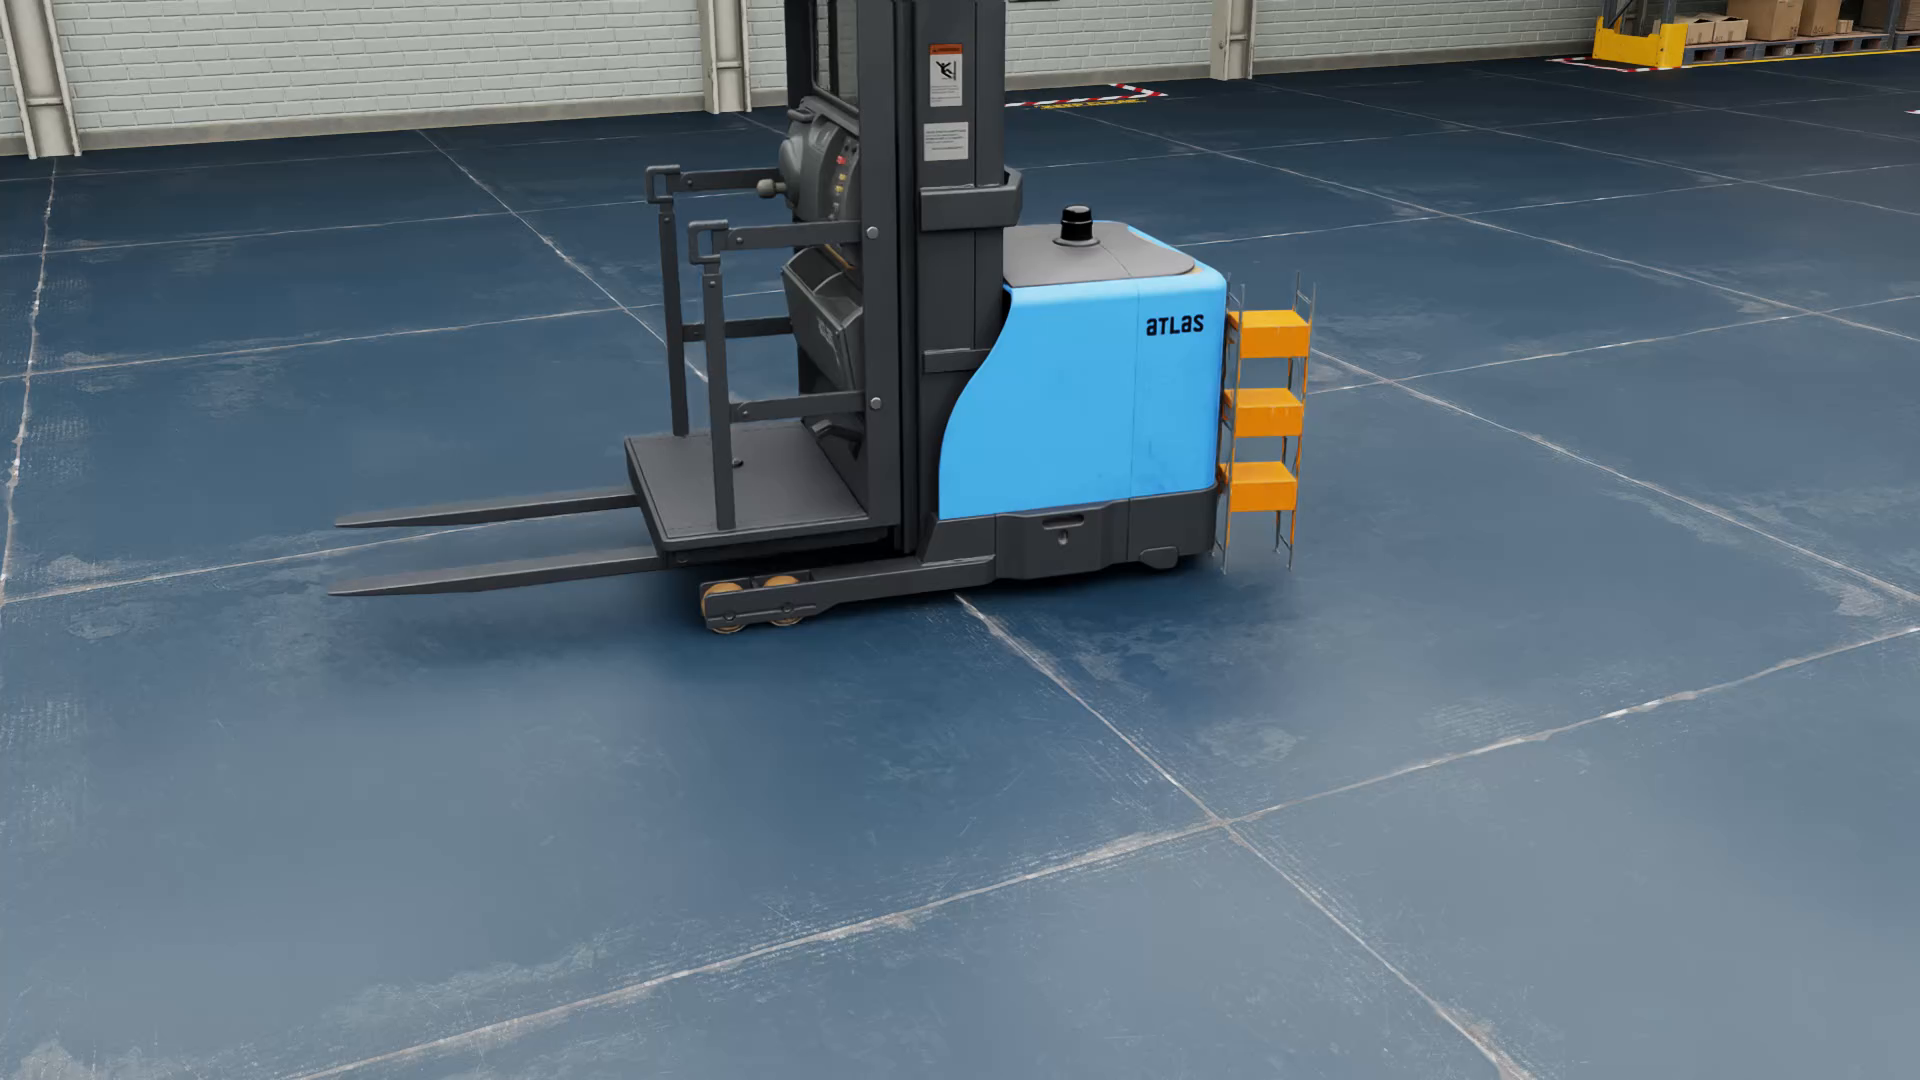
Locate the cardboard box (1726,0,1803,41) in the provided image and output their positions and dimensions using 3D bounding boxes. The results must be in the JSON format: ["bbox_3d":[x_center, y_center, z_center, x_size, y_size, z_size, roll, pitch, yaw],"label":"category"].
[{"bbox_3d":[10.100,-6.581,20.919,0.500,0.500,0.700,-12,25,-27],"label":"cardboard box"}]

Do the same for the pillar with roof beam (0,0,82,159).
[{"bbox_3d":[-5.855,-5.966,8.898,0.400,9.000,9.100,-10,25,-24],"label":"pillar with roof beam"}]

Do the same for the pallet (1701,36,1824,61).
[{"bbox_3d":[10.155,-6.297,21.187,1.213,0.211,1.003,-10,25,-24],"label":"pallet"}]

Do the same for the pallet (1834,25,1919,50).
[{"bbox_3d":[12.546,-6.754,22.292,1.213,0.211,1.003,-10,25,-24],"label":"pallet"}]

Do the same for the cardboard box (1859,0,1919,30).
[{"bbox_3d":[12.501,-7.089,22.148,0.500,0.500,0.700,-10,24,-22],"label":"cardboard box"}]

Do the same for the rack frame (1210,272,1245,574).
[{"bbox_3d":[0.938,-0.402,5.849,0.008,1.050,0.200,-2,23,-5],"label":"rack frame"}]

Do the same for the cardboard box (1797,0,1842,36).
[{"bbox_3d":[10.928,-6.776,21.390,0.500,0.500,0.500,-12,26,-28],"label":"cardboard box"}]

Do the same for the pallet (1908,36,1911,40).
[{"bbox_3d":[13.647,-6.958,22.784,1.213,0.211,1.003,-10,25,-24],"label":"pallet"}]

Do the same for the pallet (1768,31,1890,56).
[{"bbox_3d":[11.256,-6.501,21.680,1.213,0.211,1.003,-10,25,-24],"label":"pallet"}]

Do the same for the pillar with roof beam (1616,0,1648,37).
[{"bbox_3d":[10.364,-8.952,16.111,0.400,9.000,9.100,-10,25,-24],"label":"pillar with roof beam"}]

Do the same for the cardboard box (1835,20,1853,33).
[{"bbox_3d":[11.376,-6.708,21.663,0.250,0.166,0.380,-14,26,-30],"label":"cardboard box"}]

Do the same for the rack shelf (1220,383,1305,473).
[{"bbox_3d":[1.059,-0.397,5.864,0.240,0.259,0.215,-2,23,-5],"label":"rack shelf"}]

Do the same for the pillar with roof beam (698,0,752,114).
[{"bbox_3d":[-0.449,-6.962,11.303,0.400,9.000,9.100,-10,25,-24],"label":"pillar with roof beam"}]

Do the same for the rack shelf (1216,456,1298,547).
[{"bbox_3d":[1.059,-0.140,5.970,0.240,0.259,0.215,-2,23,-5],"label":"rack shelf"}]

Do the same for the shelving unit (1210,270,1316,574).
[{"bbox_3d":[1.059,-0.407,5.860,0.252,1.050,0.215,-2,23,-5],"label":"shelving unit"}]

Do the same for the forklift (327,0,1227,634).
[{"bbox_3d":[-0.653,-1.270,5.486,3.031,2.935,1.130,-7,23,-16],"label":"forklift"}]

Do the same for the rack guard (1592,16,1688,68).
[{"bbox_3d":[8.310,-6.107,20.351,0.348,0.500,1.175,-10,25,-24],"label":"rack guard"}]

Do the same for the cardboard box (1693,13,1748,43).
[{"bbox_3d":[9.417,-6.389,20.703,0.500,0.311,0.500,-8,24,-19],"label":"cardboard box"}]

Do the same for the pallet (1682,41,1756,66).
[{"bbox_3d":[9.057,-6.096,20.702,1.213,0.211,1.003,-10,25,-24],"label":"pallet"}]

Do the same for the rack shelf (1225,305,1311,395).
[{"bbox_3d":[1.059,-0.659,5.755,0.240,0.259,0.215,-2,23,-5],"label":"rack shelf"}]

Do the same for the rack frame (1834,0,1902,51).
[{"bbox_3d":[11.845,-7.913,21.445,0.127,3.000,1.000,-10,25,-24],"label":"rack frame"}]

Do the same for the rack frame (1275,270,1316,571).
[{"bbox_3d":[1.181,-0.411,5.870,0.008,1.050,0.200,-2,23,-5],"label":"rack frame"}]

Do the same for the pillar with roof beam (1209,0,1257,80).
[{"bbox_3d":[4.958,-7.957,13.707,0.400,9.000,9.100,-10,25,-24],"label":"pillar with roof beam"}]

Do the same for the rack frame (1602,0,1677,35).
[{"bbox_3d":[8.241,-7.250,19.842,0.127,3.000,1.000,-10,25,-24],"label":"rack frame"}]

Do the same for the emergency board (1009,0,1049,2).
[{"bbox_3d":[0.831,-6.277,17.492,0.626,1.169,0.157,-10,25,-24],"label":"emergency board"}]

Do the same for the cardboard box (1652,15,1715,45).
[{"bbox_3d":[8.904,-6.294,20.475,0.500,0.311,0.500,-14,26,-30],"label":"cardboard box"}]
